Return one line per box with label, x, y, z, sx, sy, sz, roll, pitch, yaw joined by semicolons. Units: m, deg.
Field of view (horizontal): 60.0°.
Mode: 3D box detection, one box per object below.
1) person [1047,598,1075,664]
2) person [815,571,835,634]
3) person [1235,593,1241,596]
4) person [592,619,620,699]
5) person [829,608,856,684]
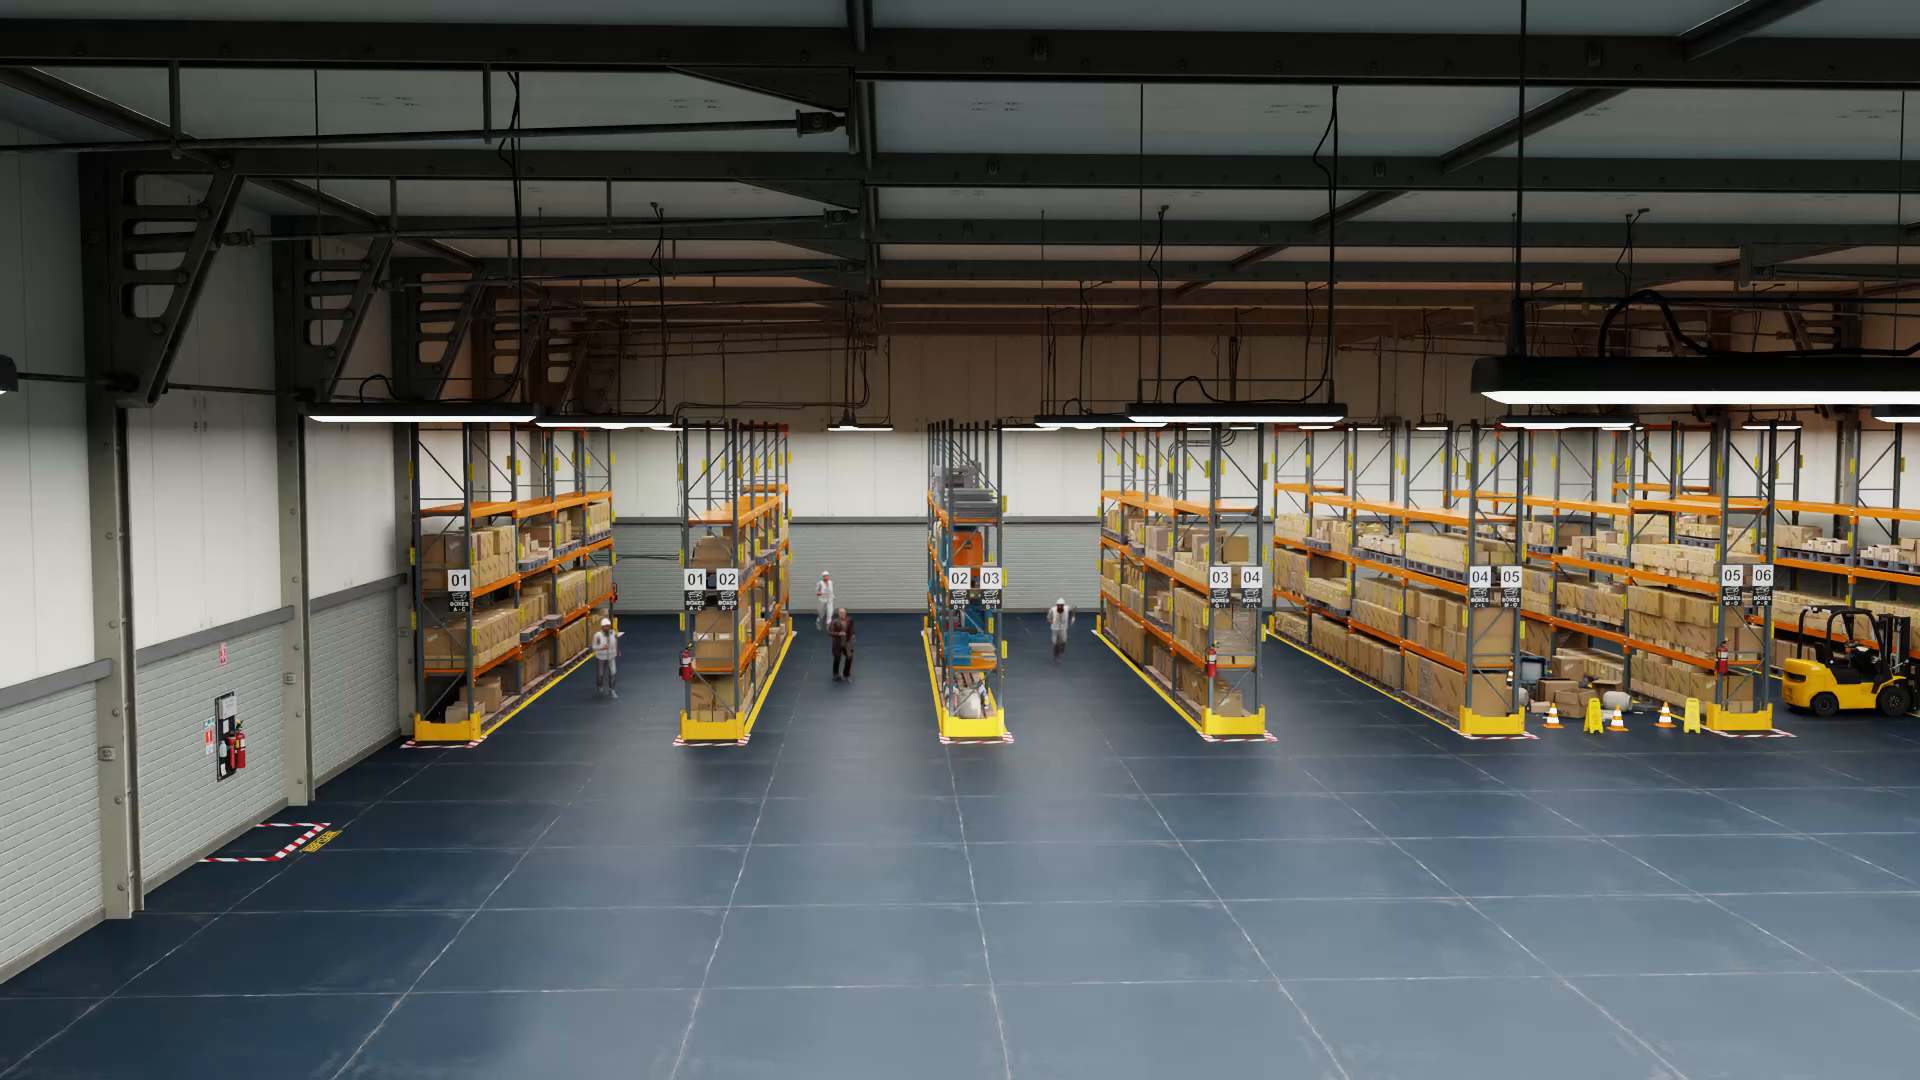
person;2.507;2.256;41.369;0.733;1.669;0.965;0;4;-5
person;-3.850;1.768;47.365;0.661;1.769;0.987;-2;4;-26
person;8.306;1.821;48.896;0.581;1.578;0.801;2;4;28
person;-7.688;2.554;36.025;0.617;1.748;0.976;-2;4;-24
person;-2.720;2.416;38.282;0.700;1.744;1.050;-1;4;-16
